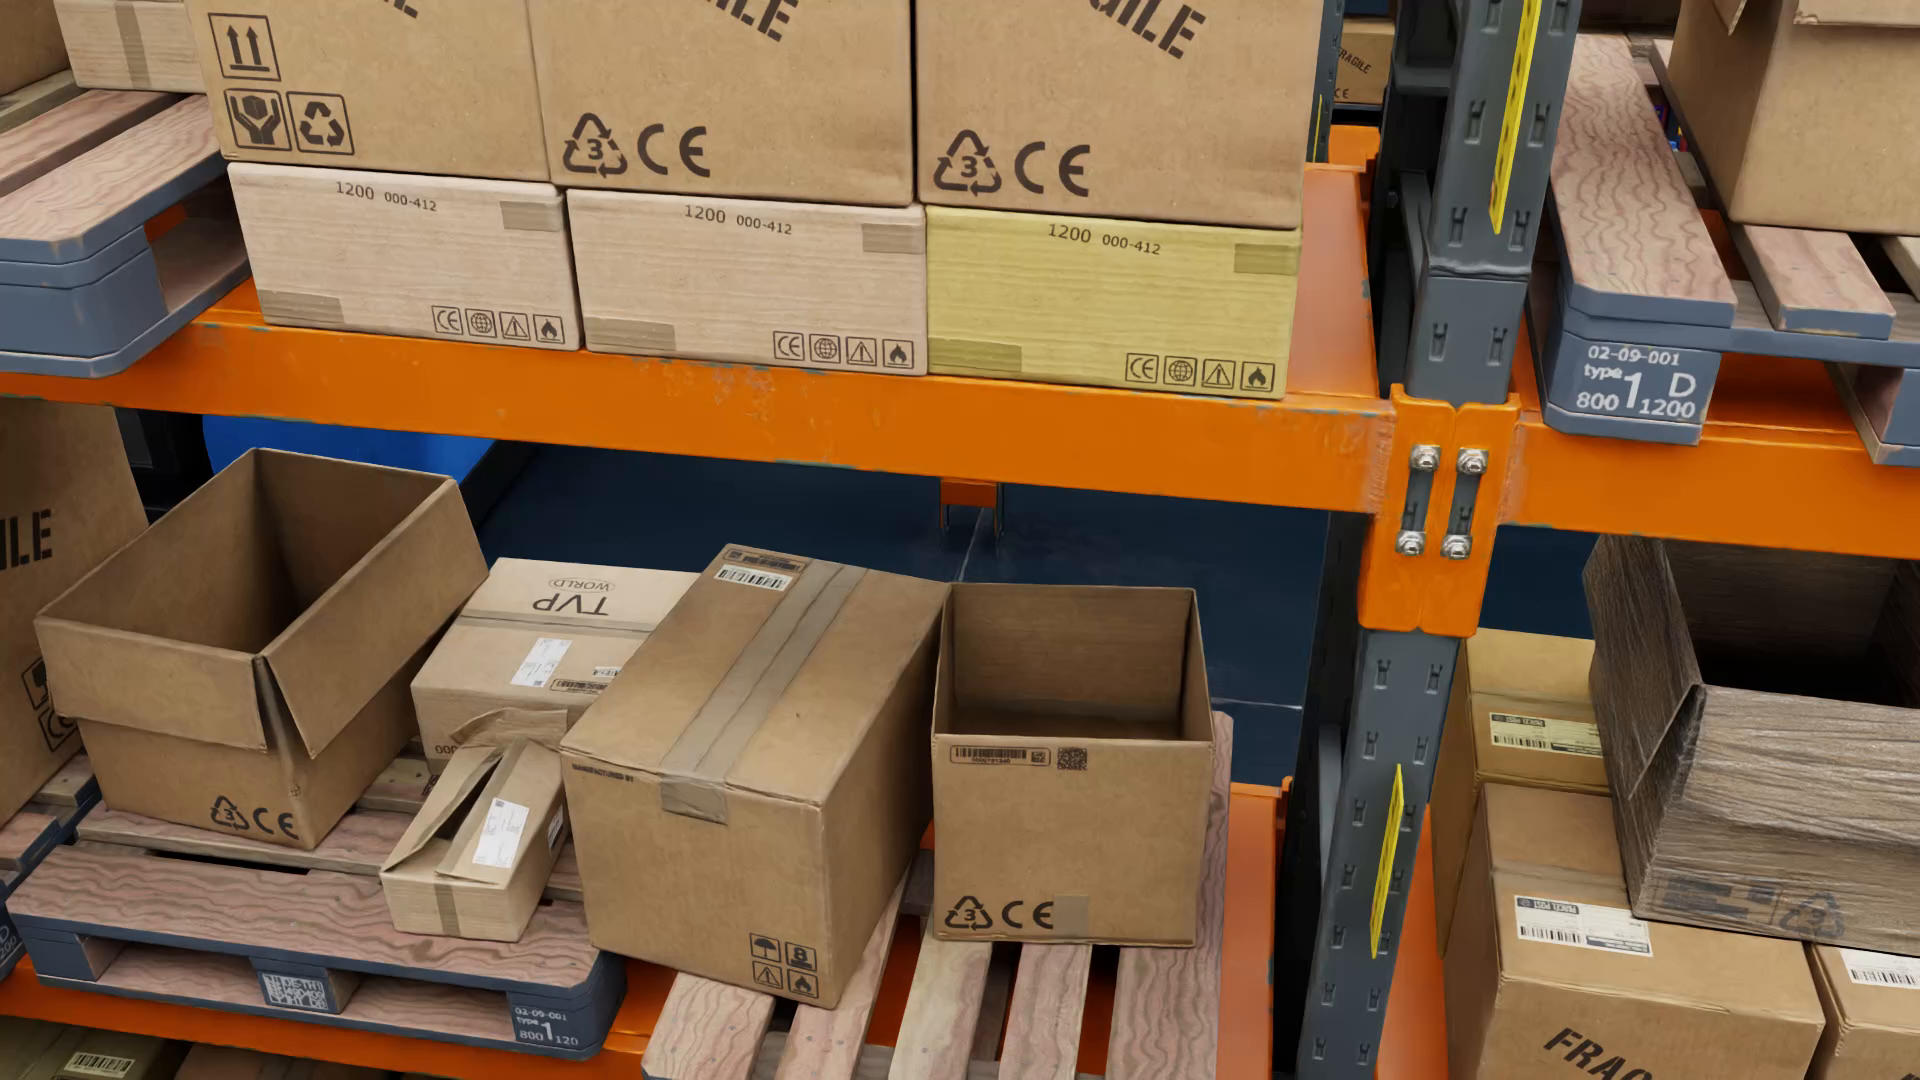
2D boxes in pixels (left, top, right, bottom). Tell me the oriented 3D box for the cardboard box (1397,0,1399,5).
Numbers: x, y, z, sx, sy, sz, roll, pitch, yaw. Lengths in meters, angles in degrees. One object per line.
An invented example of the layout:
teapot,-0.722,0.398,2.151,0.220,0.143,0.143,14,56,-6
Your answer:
cardboard box,3.436,-3.986,12.025,0.500,0.250,0.500,6,33,10

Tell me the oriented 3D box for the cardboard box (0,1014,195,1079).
cardboard box,-2.126,1.311,4.270,0.500,0.500,0.700,5,32,8

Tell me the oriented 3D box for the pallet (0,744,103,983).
pallet,-2.466,0.545,3.733,1.213,0.211,1.003,5,32,8

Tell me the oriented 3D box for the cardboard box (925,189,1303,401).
cardboard box,0.238,-0.446,2.449,0.500,0.250,0.500,5,32,8

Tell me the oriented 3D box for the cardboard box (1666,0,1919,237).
cardboard box,1.362,-0.800,2.381,0.637,0.503,0.797,7,33,11

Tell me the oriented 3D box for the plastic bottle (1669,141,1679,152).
plastic bottle,2.974,-1.545,7.012,0.097,0.271,0.097,0,32,0

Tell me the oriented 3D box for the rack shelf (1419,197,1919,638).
rack shelf,2.720,-0.112,2.452,4.000,0.370,1.077,5,32,8

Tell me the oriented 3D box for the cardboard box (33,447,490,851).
cardboard box,-1.470,0.204,3.604,0.637,0.503,0.797,8,33,13

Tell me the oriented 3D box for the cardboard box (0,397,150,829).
cardboard box,-2.435,0.031,3.412,1.000,1.000,1.000,5,32,9

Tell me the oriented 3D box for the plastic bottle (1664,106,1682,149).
plastic bottle,3.329,-1.942,7.572,0.185,0.351,0.144,5,32,8

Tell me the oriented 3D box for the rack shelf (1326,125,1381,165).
rack shelf,3.553,-1.430,7.386,4.000,0.370,1.077,5,32,8

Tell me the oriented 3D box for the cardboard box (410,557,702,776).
cardboard box,-0.865,0.292,3.702,0.500,0.250,0.500,4,32,7

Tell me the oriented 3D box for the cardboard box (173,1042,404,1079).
cardboard box,-1.575,1.361,4.190,0.500,0.500,0.700,3,32,4

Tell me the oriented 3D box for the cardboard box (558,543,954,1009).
cardboard box,-0.358,0.431,3.244,0.500,0.500,0.700,10,33,15

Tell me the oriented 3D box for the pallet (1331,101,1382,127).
pallet,3.148,-3.236,12.221,1.213,0.211,1.003,5,32,8

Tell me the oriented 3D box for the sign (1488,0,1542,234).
sign,0.655,-0.531,1.956,0.005,0.325,0.100,5,32,8

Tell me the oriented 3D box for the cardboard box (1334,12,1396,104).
cardboard box,2.819,-3.441,11.862,0.500,0.500,0.500,7,33,10

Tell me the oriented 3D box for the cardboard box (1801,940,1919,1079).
cardboard box,1.690,0.865,2.947,0.500,0.500,0.500,4,32,7

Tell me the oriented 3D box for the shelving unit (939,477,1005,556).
shelving unit,0.053,-0.440,6.964,0.252,1.050,0.215,5,32,8

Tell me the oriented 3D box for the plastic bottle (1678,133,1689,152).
plastic bottle,3.337,-1.858,7.501,0.133,0.283,0.061,5,32,8

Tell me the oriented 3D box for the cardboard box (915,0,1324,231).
cardboard box,0.236,-0.761,2.246,0.500,0.500,0.500,6,33,9

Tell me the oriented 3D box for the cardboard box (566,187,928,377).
cardboard box,-0.253,-0.483,2.508,0.500,0.250,0.500,5,32,8

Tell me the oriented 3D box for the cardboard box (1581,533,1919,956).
cardboard box,1.466,0.283,2.932,0.637,0.503,0.797,6,33,10

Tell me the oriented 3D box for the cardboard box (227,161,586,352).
cardboard box,-0.748,-0.529,2.582,0.500,0.250,0.500,6,33,10

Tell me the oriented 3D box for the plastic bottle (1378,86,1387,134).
plastic bottle,2.052,-2.052,7.810,0.133,0.283,0.061,5,32,8

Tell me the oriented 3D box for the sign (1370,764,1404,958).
sign,0.666,0.504,2.601,0.005,0.325,0.100,5,32,8

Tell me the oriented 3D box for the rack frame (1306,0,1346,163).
rack frame,1.582,-1.914,7.481,0.127,3.000,1.000,5,32,8

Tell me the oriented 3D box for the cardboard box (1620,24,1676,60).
cardboard box,4.847,-3.262,11.575,0.500,0.500,0.500,6,32,9

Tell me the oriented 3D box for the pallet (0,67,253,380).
pallet,-1.581,-0.671,2.844,1.003,0.211,1.213,5,32,8

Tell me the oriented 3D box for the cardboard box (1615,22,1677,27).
cardboard box,4.907,-3.535,12.012,0.500,0.500,0.500,6,32,9

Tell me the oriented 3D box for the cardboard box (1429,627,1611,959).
cardboard box,1.276,0.549,3.452,0.500,0.500,0.500,6,33,10

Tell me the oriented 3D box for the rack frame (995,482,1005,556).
rack frame,0.173,-0.429,6.946,0.008,1.050,0.200,5,32,8

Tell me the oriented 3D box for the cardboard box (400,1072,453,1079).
cardboard box,-1.025,1.410,4.111,0.500,0.500,0.700,8,33,12

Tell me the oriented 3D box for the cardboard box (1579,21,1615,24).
cardboard box,4.408,-3.580,12.084,0.500,0.500,0.500,4,32,6

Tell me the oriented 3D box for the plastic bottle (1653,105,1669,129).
plastic bottle,3.179,-1.949,7.647,0.133,0.283,0.061,5,32,8

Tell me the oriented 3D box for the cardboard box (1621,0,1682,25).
cardboard box,4.940,-3.852,11.811,0.500,0.250,0.500,5,32,8

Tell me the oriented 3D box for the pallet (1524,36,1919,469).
pallet,1.392,-0.485,2.549,1.003,0.211,1.213,7,33,10

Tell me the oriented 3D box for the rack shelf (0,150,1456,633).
rack shelf,-1.223,-0.469,3.022,4.000,0.370,1.077,5,32,8

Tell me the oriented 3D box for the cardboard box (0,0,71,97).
cardboard box,-1.819,-0.996,2.694,0.637,0.503,0.797,6,33,10

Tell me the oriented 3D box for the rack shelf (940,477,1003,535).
rack shelf,0.053,-0.196,7.117,0.240,0.259,0.215,5,32,8

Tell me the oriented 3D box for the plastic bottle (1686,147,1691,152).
plastic bottle,3.085,-1.530,6.977,0.133,0.283,0.061,5,32,8

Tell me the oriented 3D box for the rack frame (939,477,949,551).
rack frame,-0.068,-0.451,6.981,0.008,1.050,0.200,5,32,8

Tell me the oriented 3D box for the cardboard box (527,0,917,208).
cardboard box,-0.271,-0.801,2.310,0.500,0.500,0.500,5,32,8

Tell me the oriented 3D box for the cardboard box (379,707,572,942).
cardboard box,-0.941,0.548,3.279,0.258,0.266,0.396,4,32,7

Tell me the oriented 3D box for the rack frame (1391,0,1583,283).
rack frame,0.748,-1.866,1.750,0.127,3.000,1.000,5,32,8

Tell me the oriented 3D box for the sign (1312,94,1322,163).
sign,1.496,-1.695,6.977,0.005,0.325,0.100,5,32,8

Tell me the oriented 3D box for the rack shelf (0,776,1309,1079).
rack shelf,-1.223,0.803,3.818,4.000,0.370,1.077,5,32,8

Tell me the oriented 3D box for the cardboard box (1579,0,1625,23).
cardboard box,4.445,-3.896,11.882,0.500,0.250,0.500,5,32,7

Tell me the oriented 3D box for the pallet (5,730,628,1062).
pallet,-1.210,0.602,3.641,1.213,0.211,1.003,5,32,8

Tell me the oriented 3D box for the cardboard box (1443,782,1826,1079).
cardboard box,1.182,0.820,3.019,0.500,0.500,0.500,6,33,10

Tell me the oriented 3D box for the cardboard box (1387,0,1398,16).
cardboard box,3.380,-3.670,12.228,0.500,0.500,0.500,6,33,10

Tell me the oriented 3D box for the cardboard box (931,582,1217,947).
cardboard box,0.209,0.429,3.248,0.500,0.500,0.500,1,32,2

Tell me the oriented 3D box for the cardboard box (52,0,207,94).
cardboard box,-1.330,-0.916,2.883,0.250,0.166,0.380,4,32,7

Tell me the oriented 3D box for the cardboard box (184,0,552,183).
cardboard box,-0.757,-0.853,2.394,0.500,0.500,0.500,6,32,9

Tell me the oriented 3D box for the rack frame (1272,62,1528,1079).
rack frame,0.748,0.676,3.342,0.127,3.000,1.000,5,32,8

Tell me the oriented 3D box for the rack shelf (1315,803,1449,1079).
rack shelf,2.720,1.160,3.248,4.000,0.370,1.077,5,32,8

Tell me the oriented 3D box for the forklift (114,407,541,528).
forklift,-3.540,-1.545,6.956,3.031,2.935,1.130,5,32,8

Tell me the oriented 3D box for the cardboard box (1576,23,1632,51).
cardboard box,4.345,-3.306,11.646,0.500,0.500,0.500,4,32,7

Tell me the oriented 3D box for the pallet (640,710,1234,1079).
pallet,0.028,0.750,3.406,1.003,0.211,1.213,5,32,8
